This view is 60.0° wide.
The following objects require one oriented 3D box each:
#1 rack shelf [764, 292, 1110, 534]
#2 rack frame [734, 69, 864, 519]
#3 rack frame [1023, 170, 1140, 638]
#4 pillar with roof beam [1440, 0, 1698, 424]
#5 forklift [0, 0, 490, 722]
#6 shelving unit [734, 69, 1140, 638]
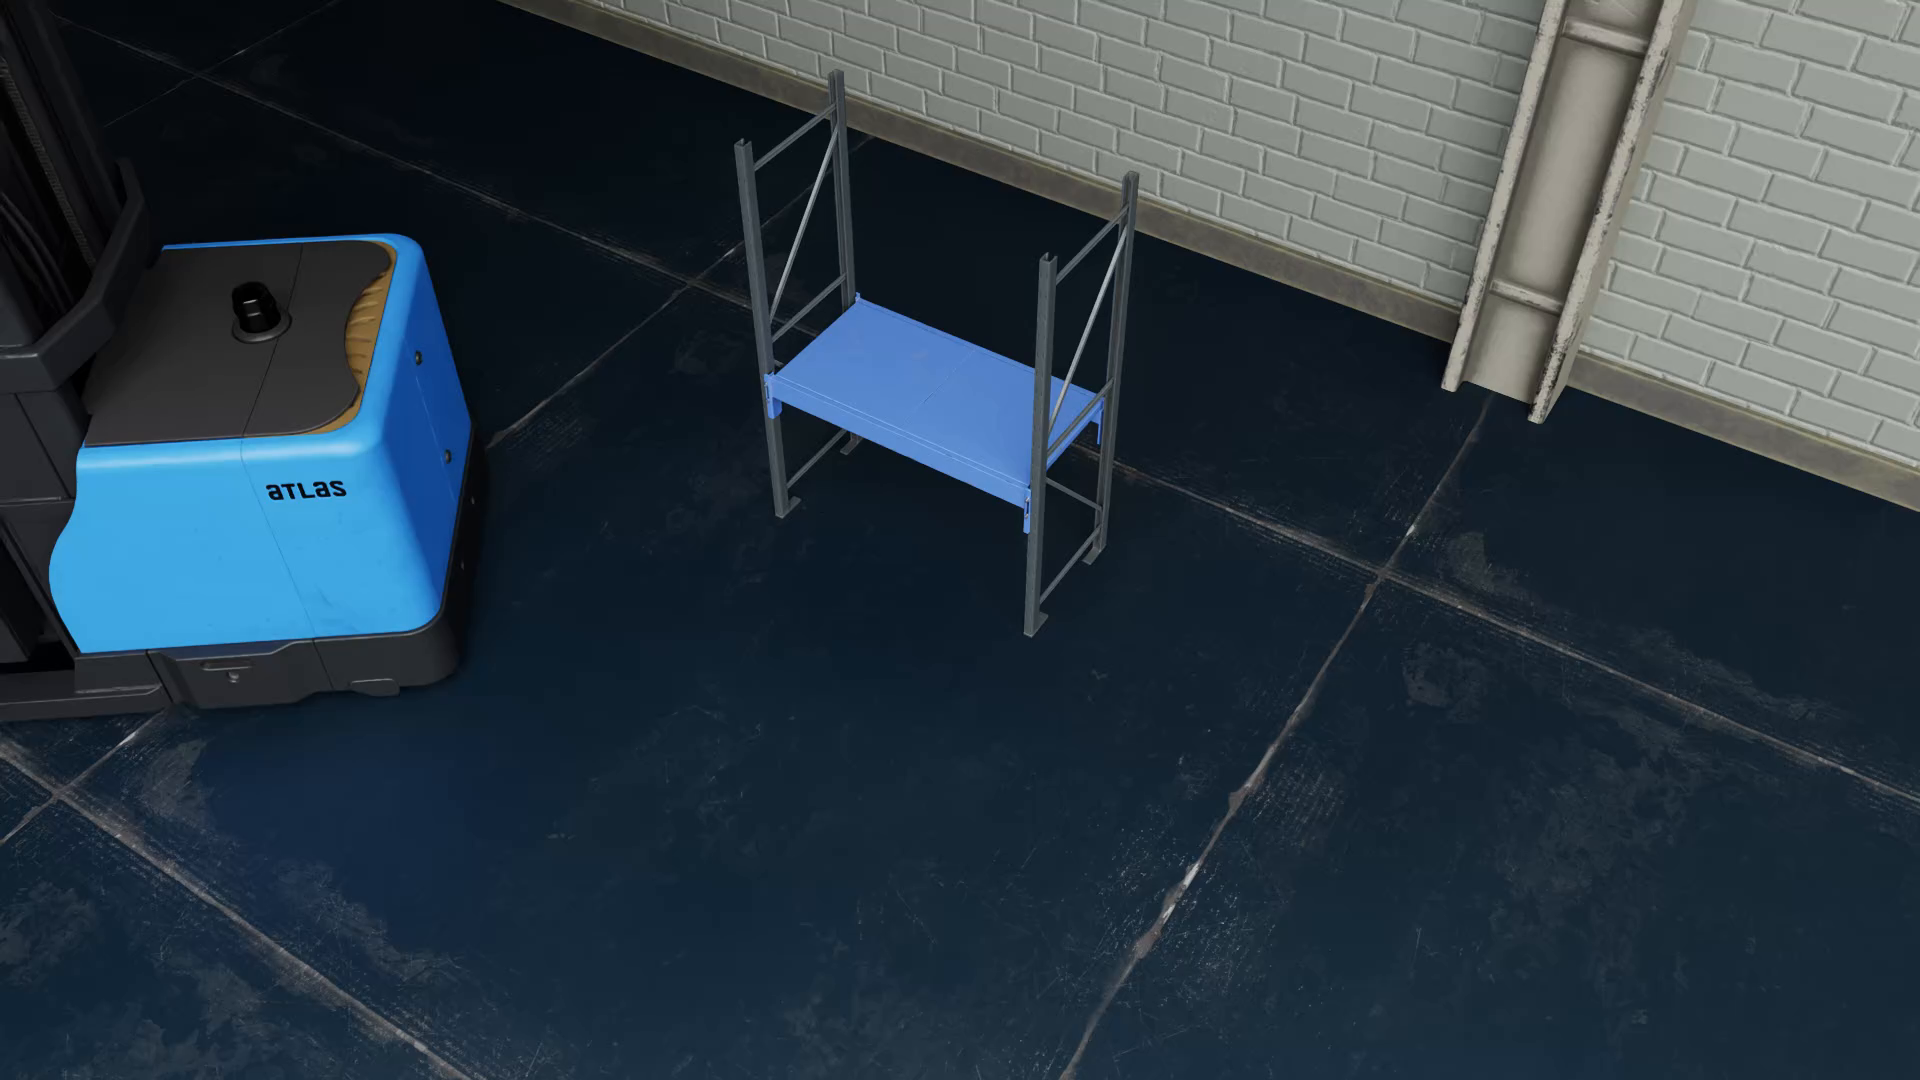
[{"bbox_3d":[-0.072,-0.430,5.373,1.000,0.185,0.538,25,51,22],"label":"rack shelf"},{"bbox_3d":[-0.500,-0.753,5.435,0.032,1.500,0.500,25,51,22],"label":"rack frame"},{"bbox_3d":[0.356,-0.359,5.053,0.032,1.500,0.500,25,51,22],"label":"rack frame"},{"bbox_3d":[-0.252,-1.134,0.578,0.400,9.000,9.100,25,51,22],"label":"pillar with roof beam"},{"bbox_3d":[-3.132,-0.801,4.485,3.031,2.935,1.130,-4,46,-4],"label":"forklift"},{"bbox_3d":[-0.072,-0.556,5.244,1.048,1.500,0.538,25,51,22],"label":"shelving unit"}]
